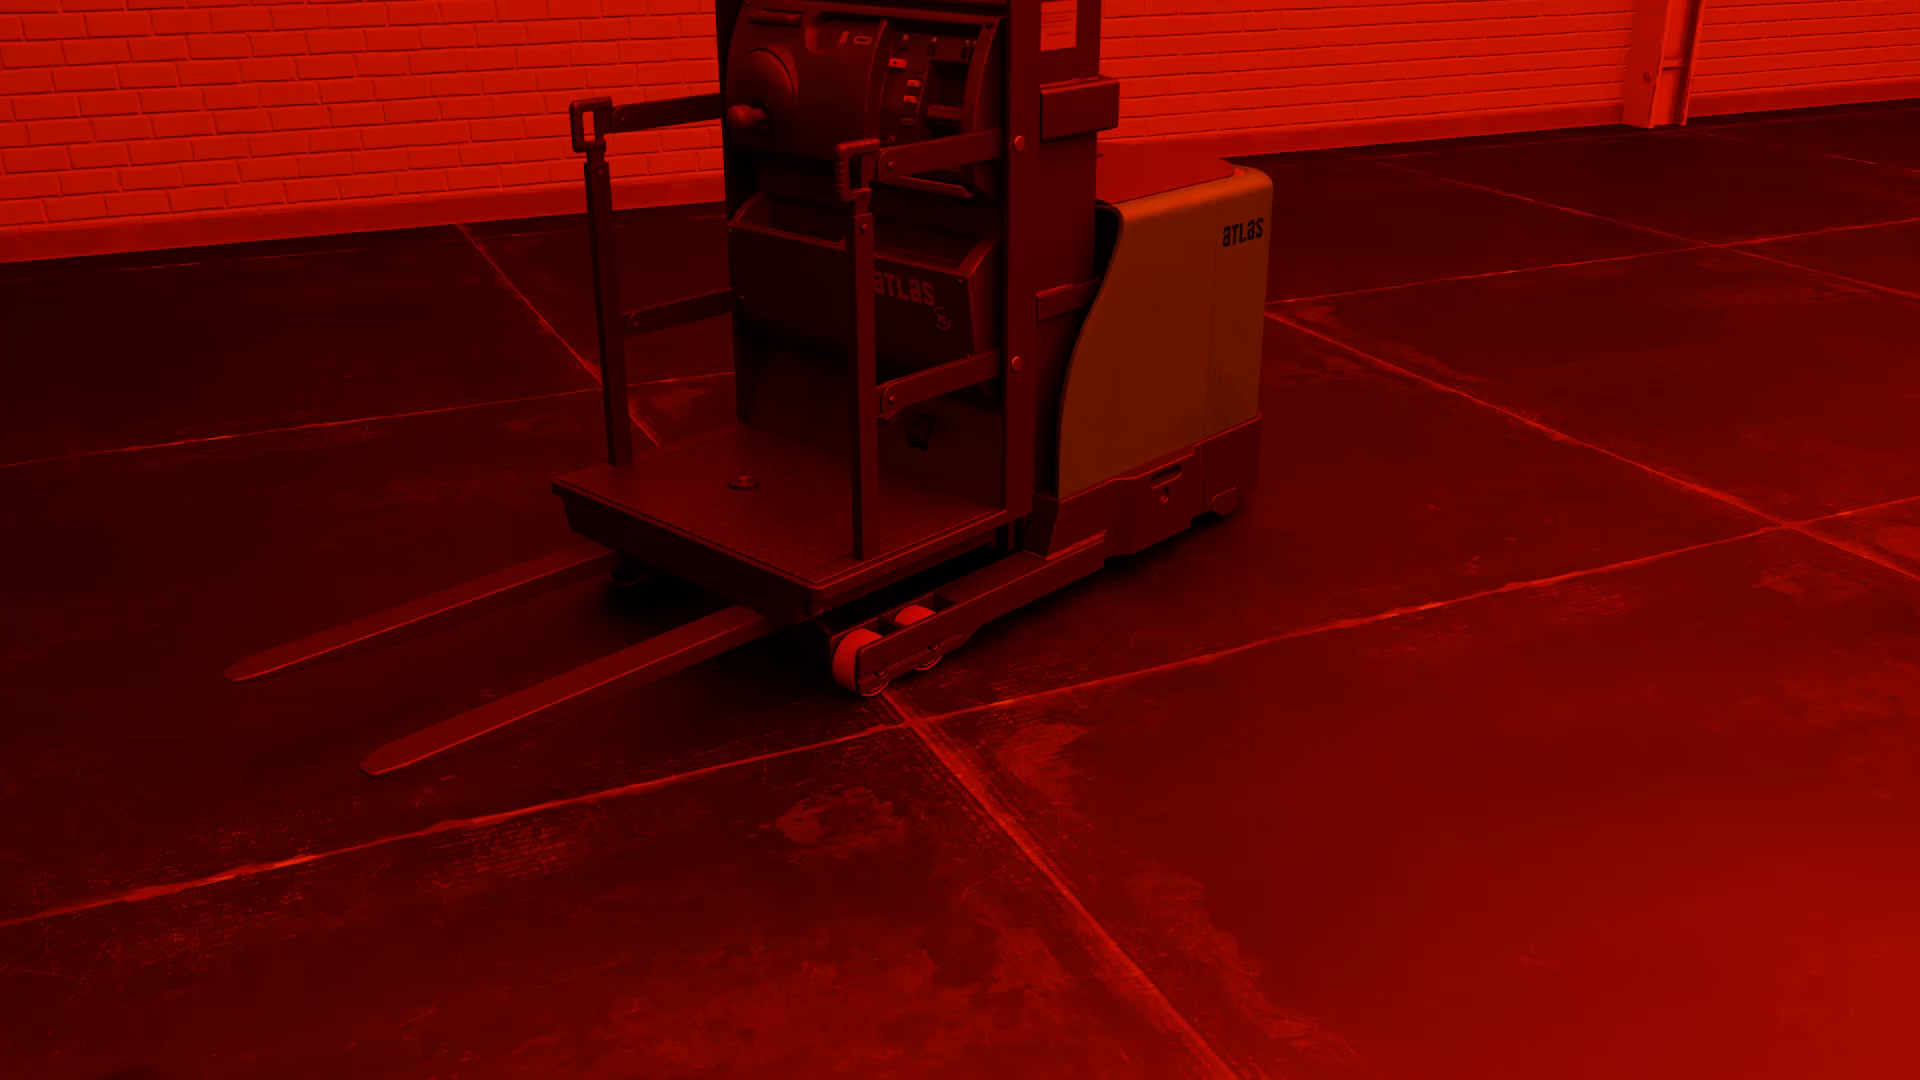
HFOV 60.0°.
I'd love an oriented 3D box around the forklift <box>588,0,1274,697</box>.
[{"bbox_3d":[-0.042,-1.295,4.519,1.129,2.843,1.939,19,29,39],"label":"forklift"}]
